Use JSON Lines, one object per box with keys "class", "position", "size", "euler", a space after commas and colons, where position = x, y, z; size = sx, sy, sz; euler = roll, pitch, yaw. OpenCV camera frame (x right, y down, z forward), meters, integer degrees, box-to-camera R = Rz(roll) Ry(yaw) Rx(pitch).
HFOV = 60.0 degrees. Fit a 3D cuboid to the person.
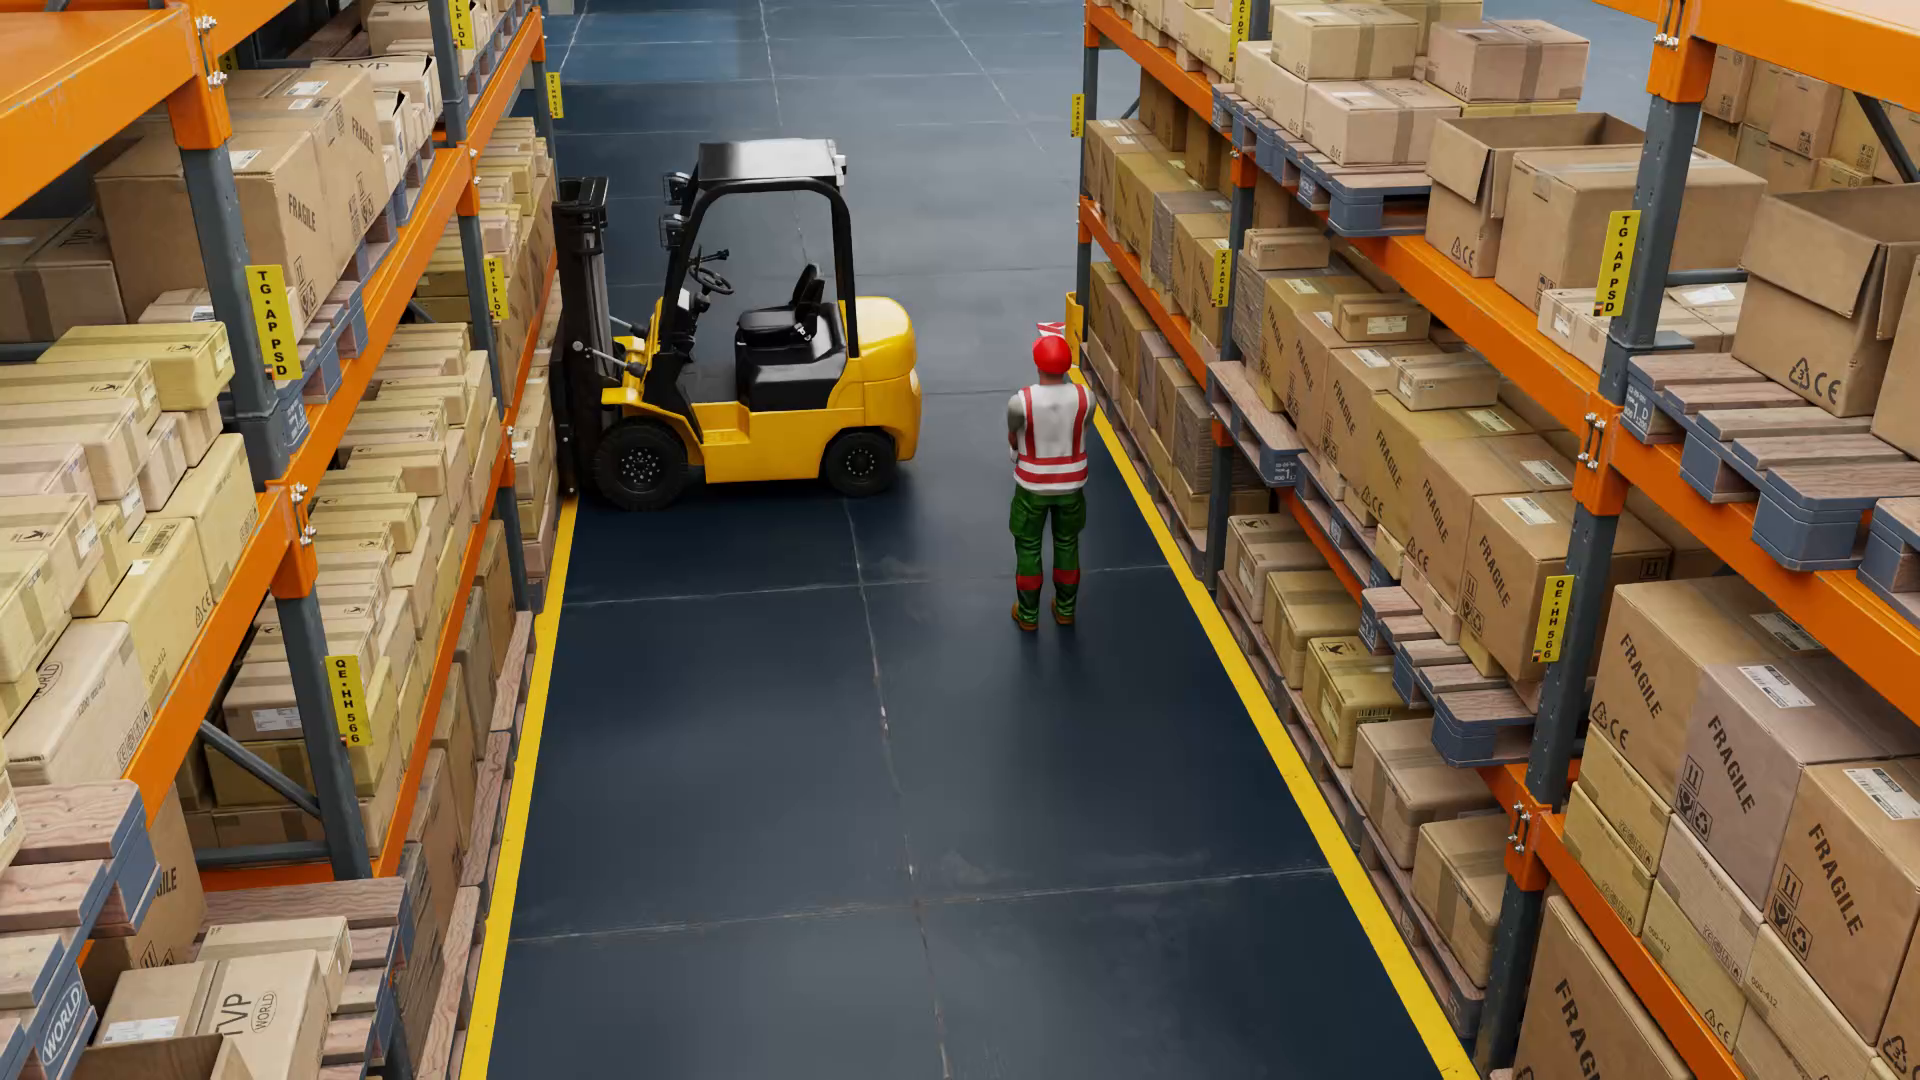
{"class": "person", "position": [0.478, -0.354, 9.294], "size": [0.497, 1.785, 0.561], "euler": [-4, 27, -7]}
